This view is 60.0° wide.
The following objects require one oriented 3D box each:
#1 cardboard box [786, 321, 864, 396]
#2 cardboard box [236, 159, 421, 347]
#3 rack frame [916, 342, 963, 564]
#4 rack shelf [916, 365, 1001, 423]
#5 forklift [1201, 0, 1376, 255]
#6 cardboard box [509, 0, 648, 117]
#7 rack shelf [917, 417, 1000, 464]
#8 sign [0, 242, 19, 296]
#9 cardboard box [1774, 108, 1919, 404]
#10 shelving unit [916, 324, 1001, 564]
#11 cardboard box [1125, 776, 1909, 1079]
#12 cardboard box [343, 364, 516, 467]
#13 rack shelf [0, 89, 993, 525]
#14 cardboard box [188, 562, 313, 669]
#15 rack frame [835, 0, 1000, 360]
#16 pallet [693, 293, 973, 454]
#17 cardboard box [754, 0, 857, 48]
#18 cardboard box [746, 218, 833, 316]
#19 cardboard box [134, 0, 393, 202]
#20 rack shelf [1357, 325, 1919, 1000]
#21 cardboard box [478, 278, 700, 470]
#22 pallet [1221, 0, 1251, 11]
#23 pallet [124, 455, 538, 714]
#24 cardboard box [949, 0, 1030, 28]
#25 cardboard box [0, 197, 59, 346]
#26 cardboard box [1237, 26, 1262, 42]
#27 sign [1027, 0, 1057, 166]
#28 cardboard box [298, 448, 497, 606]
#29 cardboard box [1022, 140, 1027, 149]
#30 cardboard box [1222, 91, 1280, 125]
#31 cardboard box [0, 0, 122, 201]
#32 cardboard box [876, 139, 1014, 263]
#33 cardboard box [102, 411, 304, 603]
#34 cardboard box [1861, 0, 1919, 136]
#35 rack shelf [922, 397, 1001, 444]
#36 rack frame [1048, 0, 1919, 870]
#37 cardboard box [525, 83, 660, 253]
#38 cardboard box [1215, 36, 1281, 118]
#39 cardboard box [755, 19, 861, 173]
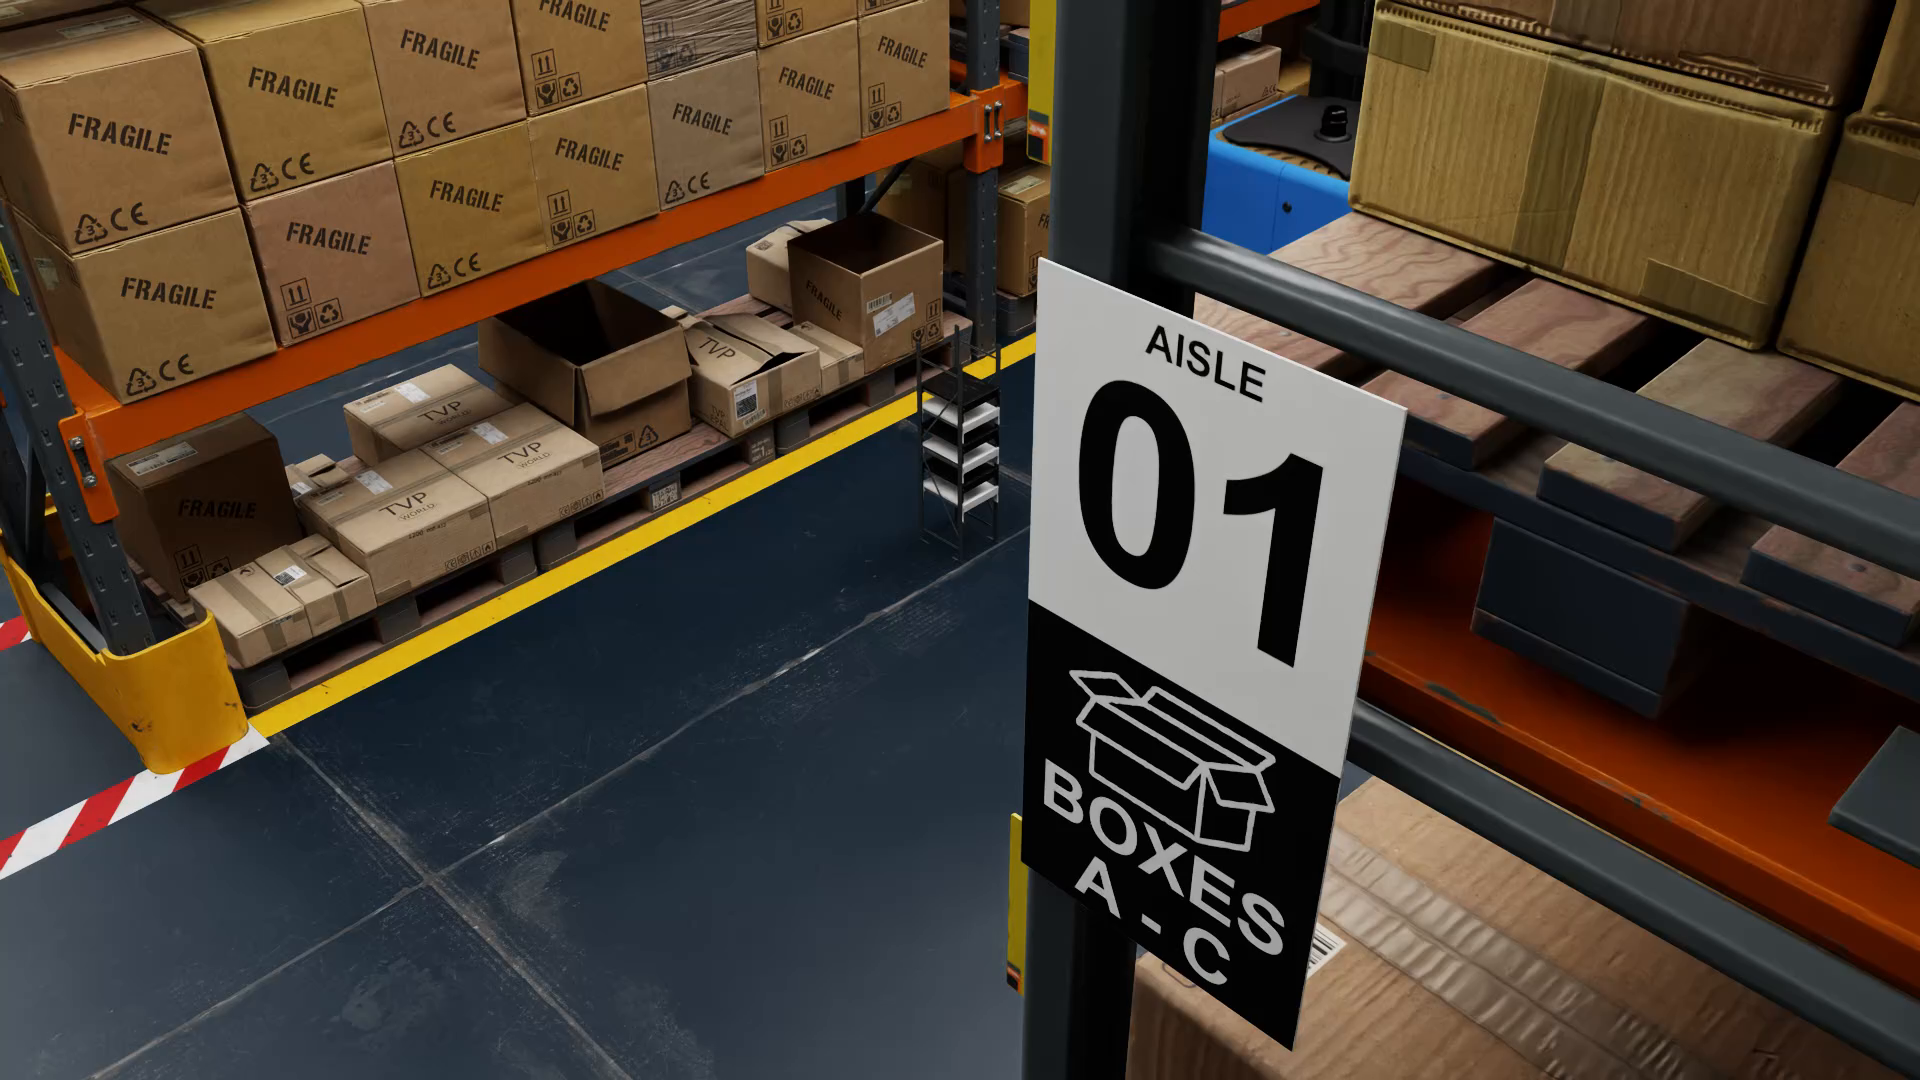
[{"bbox_3d":[-0.644,-0.809,7.396,0.380,0.149,0.250,30,45,35],"label":"cardboard box"},{"bbox_3d":[-2.181,-1.023,5.507,0.500,0.500,0.500,29,44,35],"label":"cardboard box"},{"bbox_3d":[-0.077,-0.325,6.429,0.240,0.900,0.006,30,45,35],"label":"rack frame"},{"bbox_3d":[-0.006,-0.560,6.352,0.258,0.077,0.200,30,45,35],"label":"rack shelf"},{"bbox_3d":[2.437,-2.550,7.844,1.130,2.935,3.031,29,44,35],"label":"forklift"},{"bbox_3d":[-1.465,-1.845,5.811,0.500,0.500,0.500,29,44,35],"label":"cardboard box"},{"bbox_3d":[-0.006,-0.412,6.455,0.258,0.077,0.200,30,45,35],"label":"rack shelf"},{"bbox_3d":[-2.656,-0.833,4.566,0.100,0.325,0.005,30,45,35],"label":"sign"},{"bbox_3d":[1.166,-0.281,1.585,0.500,0.250,0.500,-27,43,-33],"label":"cardboard box"},{"bbox_3d":[-0.006,-0.366,6.488,0.258,0.900,0.210,30,45,35],"label":"shelving unit"},{"bbox_3d":[0.829,0.964,2.483,0.700,0.700,0.980,-28,43,-34],"label":"cardboard box"},{"bbox_3d":[-2.142,-0.443,6.782,0.500,0.250,0.500,30,45,35],"label":"cardboard box"},{"bbox_3d":[-1.632,-1.213,6.497,1.077,0.370,4.000,30,45,35],"label":"rack shelf"},{"bbox_3d":[-2.502,0.261,5.861,0.380,0.149,0.250,30,45,35],"label":"cardboard box"},{"bbox_3d":[-0.222,-2.320,7.455,1.000,3.000,0.127,30,45,35],"label":"rack frame"},{"bbox_3d":[-0.707,-0.898,7.853,1.003,0.211,1.213,30,45,35],"label":"pallet"},{"bbox_3d":[-0.754,-2.253,6.397,0.500,0.500,0.500,29,44,35],"label":"cardboard box"},{"bbox_3d":[-0.672,-1.315,7.979,0.500,0.311,0.500,30,45,35],"label":"cardboard box"},{"bbox_3d":[-2.178,-1.437,5.227,0.500,0.500,0.500,-29,44,-35],"label":"cardboard box"},{"bbox_3d":[1.886,-0.449,2.778,1.077,0.370,4.000,30,45,35],"label":"rack shelf"},{"bbox_3d":[-1.543,-0.712,6.947,0.797,0.503,0.637,30,45,35],"label":"cardboard box"},{"bbox_3d":[1.229,-3.074,8.703,1.003,0.211,1.213,30,45,35],"label":"pallet"},{"bbox_3d":[-2.426,0.092,6.433,1.003,0.211,1.213,30,45,35],"label":"pallet"},{"bbox_3d":[0.270,-2.636,7.453,0.700,0.500,0.500,15,38,21],"label":"cardboard box"},{"bbox_3d":[-2.918,-1.029,5.516,0.500,0.500,0.500,-28,44,-34],"label":"cardboard box"},{"bbox_3d":[1.707,-2.815,9.965,0.500,0.500,0.500,28,44,34],"label":"cardboard box"},{"bbox_3d":[0.102,-0.487,1.499,0.100,0.325,0.005,30,45,35],"label":"sign"},{"bbox_3d":[-2.104,-0.059,6.231,0.500,0.250,0.500,30,45,35],"label":"cardboard box"},{"bbox_3d":[0.659,-1.795,8.502,0.500,0.500,0.500,-29,44,-35],"label":"cardboard box"},{"bbox_3d":[1.373,-2.200,9.082,0.500,0.500,0.500,28,43,34],"label":"cardboard box"},{"bbox_3d":[-2.922,-1.439,5.230,0.500,0.500,0.500,29,44,35],"label":"cardboard box"},{"bbox_3d":[-0.078,-1.791,8.497,0.500,0.500,0.500,29,44,35],"label":"cardboard box"},{"bbox_3d":[-2.832,-0.172,6.175,0.500,0.500,0.500,30,45,35],"label":"cardboard box"},{"bbox_3d":[1.163,-0.590,1.373,0.500,0.500,0.500,28,43,34],"label":"cardboard box"},{"bbox_3d":[-0.006,-0.486,6.404,0.258,0.077,0.200,30,45,35],"label":"rack shelf"},{"bbox_3d":[0.477,-1.162,0.550,1.000,3.000,0.127,30,45,35],"label":"rack frame"},{"bbox_3d":[-1.472,-1.428,6.088,0.500,0.500,0.500,-29,44,-35],"label":"cardboard box"},{"bbox_3d":[1.349,-2.491,8.845,0.500,0.250,0.500,29,44,35],"label":"cardboard box"},{"bbox_3d":[-0.755,-1.845,6.686,0.500,0.500,0.500,-29,44,-34],"label":"cardboard box"}]
